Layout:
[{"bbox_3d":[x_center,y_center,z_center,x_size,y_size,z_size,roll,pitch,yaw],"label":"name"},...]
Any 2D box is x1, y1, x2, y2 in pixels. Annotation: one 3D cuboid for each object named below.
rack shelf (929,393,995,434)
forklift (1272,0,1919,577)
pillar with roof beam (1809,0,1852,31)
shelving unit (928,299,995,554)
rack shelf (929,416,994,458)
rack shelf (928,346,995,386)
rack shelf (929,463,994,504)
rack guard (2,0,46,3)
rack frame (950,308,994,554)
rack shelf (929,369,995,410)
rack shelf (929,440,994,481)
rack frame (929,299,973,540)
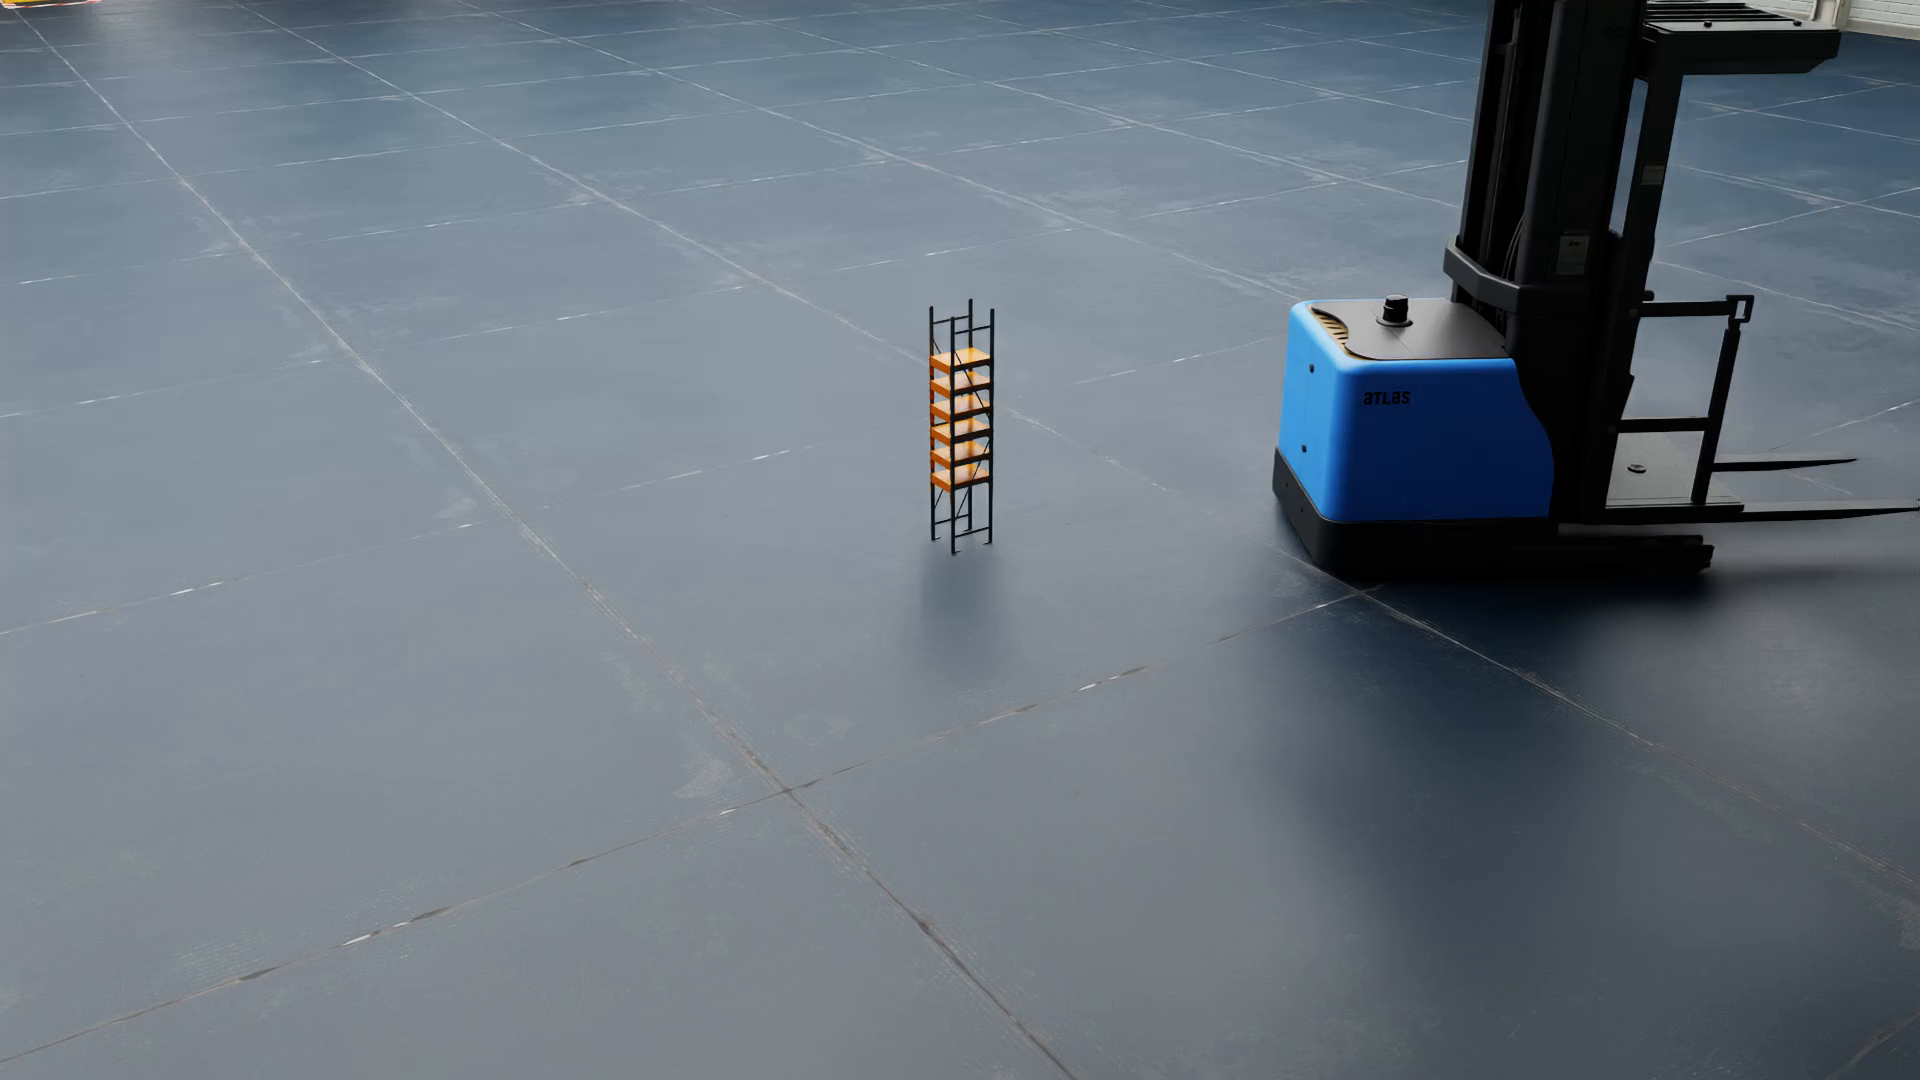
[{"bbox_3d":[0.008,-0.606,7.951,0.258,0.103,0.180,-16,29,-30],"label":"rack shelf"},{"bbox_3d":[3.161,-1.384,7.748,3.031,2.935,1.130,-2,25,-3],"label":"forklift"},{"bbox_3d":[8.689,-10.310,19.549,9.100,9.000,0.400,-16,29,-30],"label":"pillar with roof beam"},{"bbox_3d":[0.008,-0.537,7.983,0.258,1.200,0.189,-16,29,-30],"label":"shelving unit"},{"bbox_3d":[0.008,-0.497,8.002,0.258,0.103,0.180,-16,29,-30],"label":"rack shelf"},{"bbox_3d":[0.008,-0.823,7.848,0.258,0.103,0.180,-16,29,-30],"label":"rack shelf"},{"bbox_3d":[0.008,-0.280,8.104,0.258,0.103,0.180,-16,29,-30],"label":"rack shelf"},{"bbox_3d":[-14.596,-8.844,26.398,1.175,0.500,0.348,-16,29,-30],"label":"rack guard"},{"bbox_3d":[0.058,-0.505,7.914,0.240,1.200,0.006,-16,29,-30],"label":"rack frame"},{"bbox_3d":[0.008,-0.714,7.899,0.258,0.103,0.180,-16,29,-30],"label":"rack shelf"},{"bbox_3d":[0.008,-0.389,8.053,0.258,0.103,0.180,-16,29,-30],"label":"rack shelf"},{"bbox_3d":[-0.042,-0.570,8.052,0.240,1.200,0.006,-16,29,-30],"label":"rack frame"}]
